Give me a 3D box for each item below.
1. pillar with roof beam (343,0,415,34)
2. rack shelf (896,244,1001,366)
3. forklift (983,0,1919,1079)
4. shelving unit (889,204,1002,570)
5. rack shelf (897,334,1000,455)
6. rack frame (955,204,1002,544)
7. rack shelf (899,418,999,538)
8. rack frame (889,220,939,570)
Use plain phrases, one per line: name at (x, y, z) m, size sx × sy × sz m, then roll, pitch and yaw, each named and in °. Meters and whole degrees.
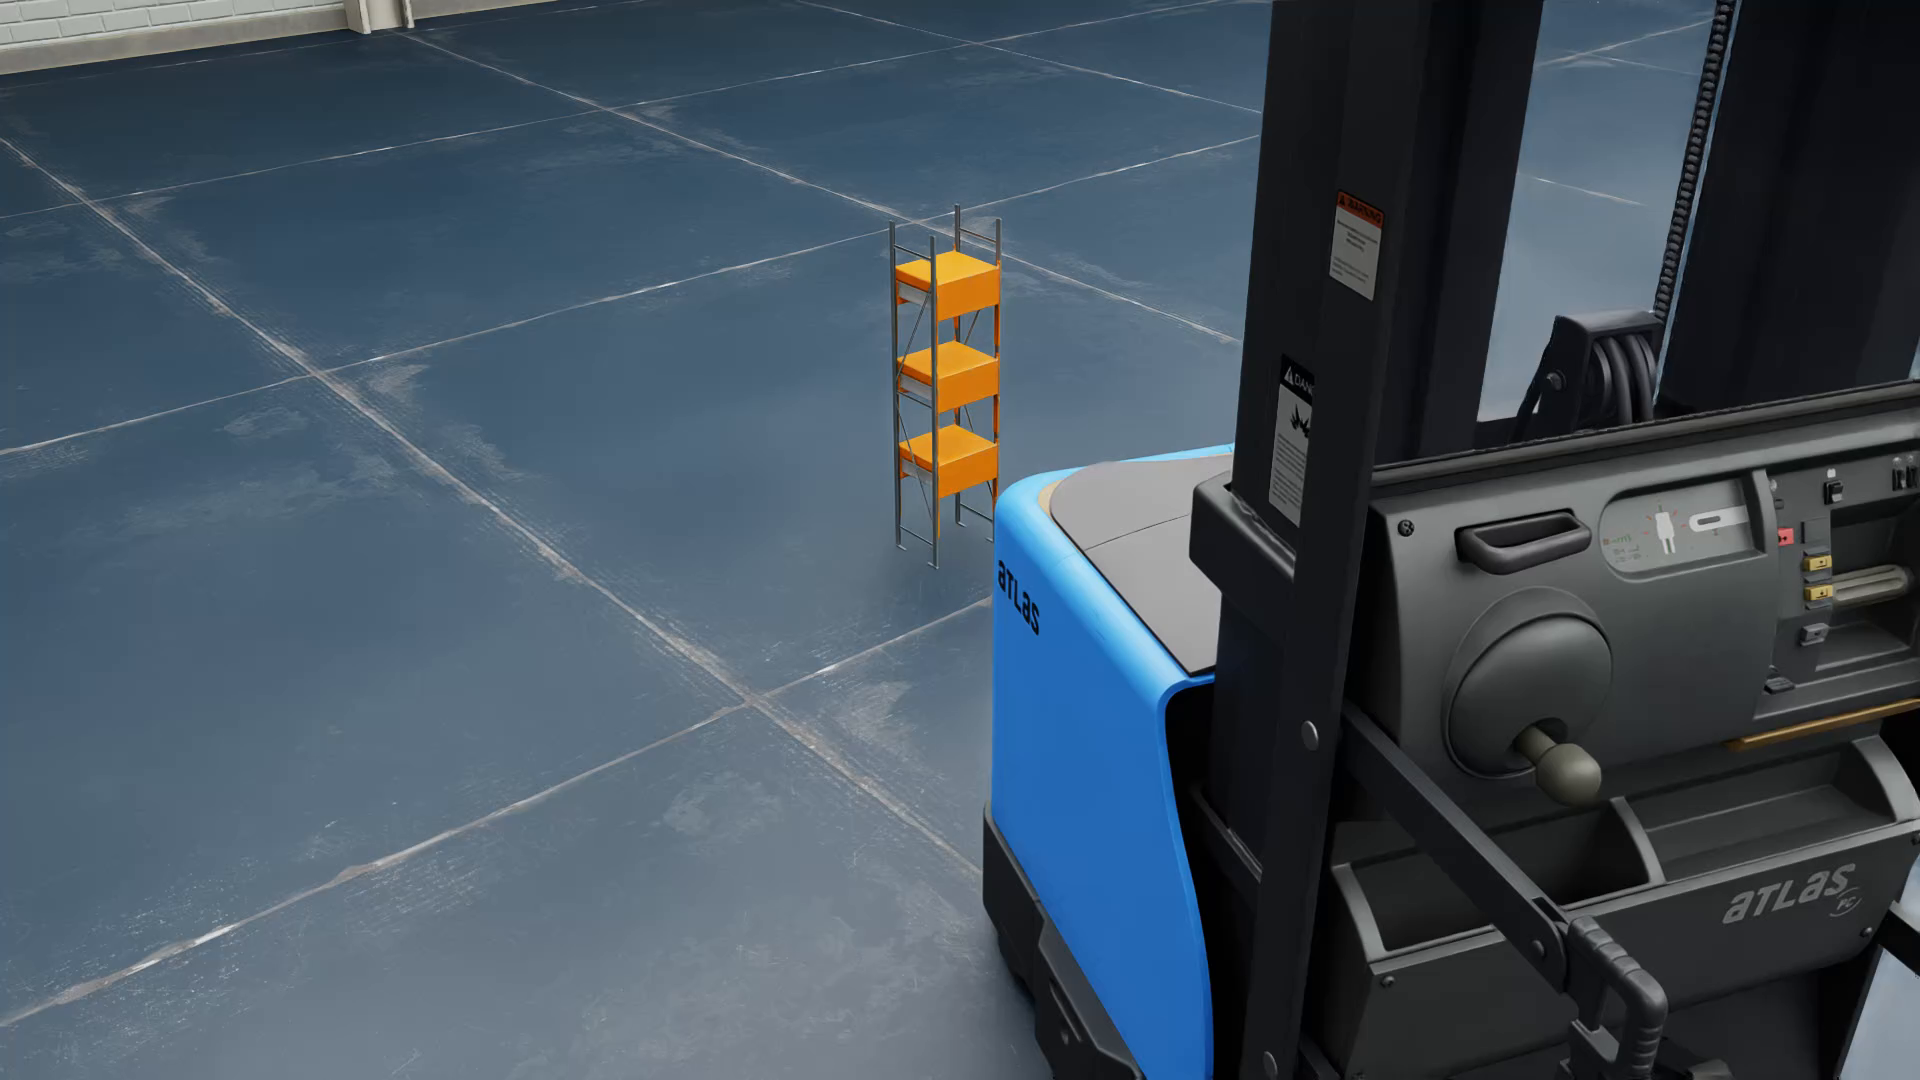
pillar with roof beam at (-1.526, -6.251, 7.399) m, size 0.400 × 9.000 × 9.100 m, roll -22°, pitch 35°, yaw -35°
rack shelf at (-0.041, -0.688, 4.843) m, size 0.240 × 0.259 × 0.215 m, roll -22°, pitch 35°, yaw -35°
forklift at (1.016, 0.115, 1.924) m, size 1.130 × 2.935 × 3.031 m, roll -9°, pitch 30°, yaw -17°
shelving unit at (-0.041, -0.447, 4.972) m, size 0.252 × 1.050 × 0.215 m, roll -22°, pitch 35°, yaw -35°
rack shelf at (-0.041, -0.437, 4.977) m, size 0.240 × 0.259 × 0.215 m, roll -22°, pitch 35°, yaw -35°
rack frame at (0.052, -0.484, 5.042) m, size 0.008 × 1.050 × 0.200 m, roll -22°, pitch 35°, yaw -35°
rack shelf at (-0.041, -0.192, 5.108) m, size 0.240 × 0.259 × 0.215 m, roll -22°, pitch 35°, yaw -35°
rack frame at (-0.134, -0.409, 4.902) m, size 0.008 × 1.050 × 0.200 m, roll -22°, pitch 35°, yaw -35°
